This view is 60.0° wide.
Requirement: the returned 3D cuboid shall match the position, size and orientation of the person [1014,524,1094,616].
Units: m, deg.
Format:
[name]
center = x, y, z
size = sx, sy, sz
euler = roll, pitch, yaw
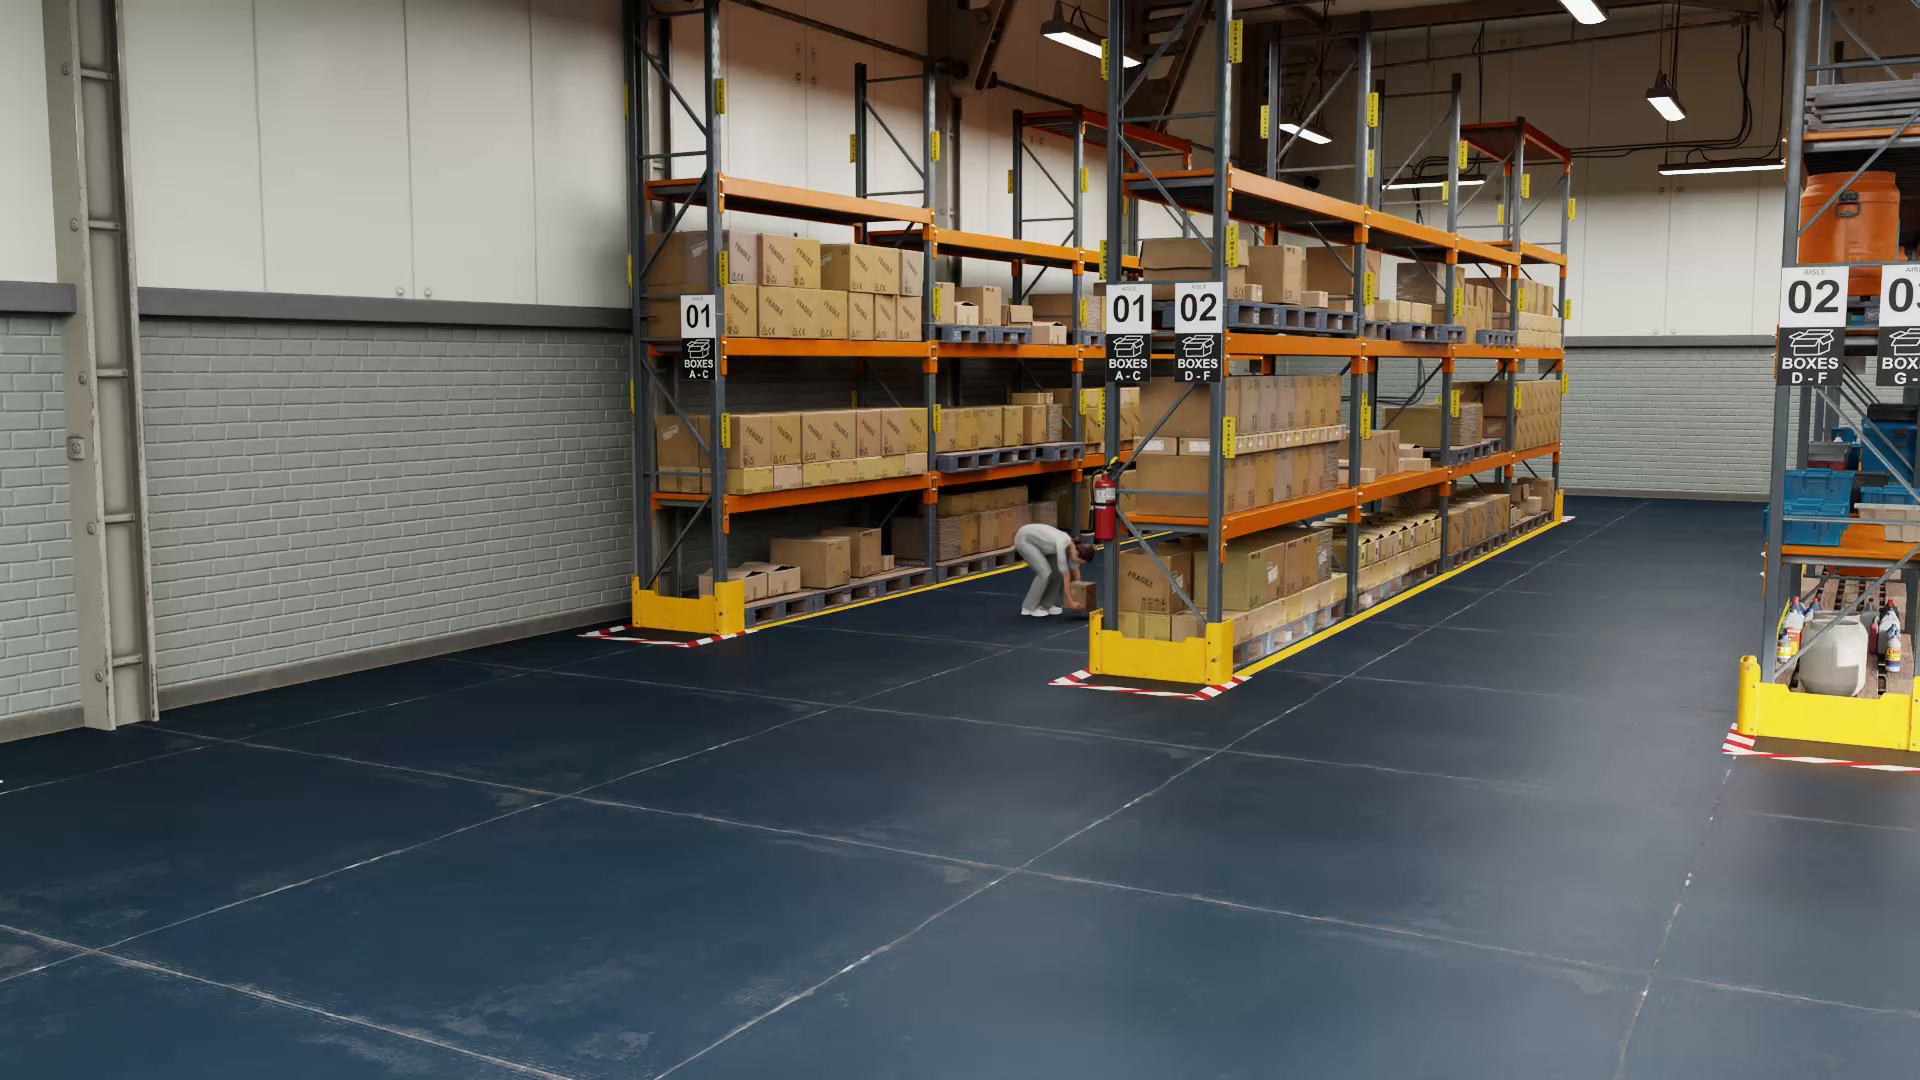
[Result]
[person]
center = 0.967, 0.308, 16.932
size = 0.853, 0.935, 0.451
euler = 3, 7, 26
